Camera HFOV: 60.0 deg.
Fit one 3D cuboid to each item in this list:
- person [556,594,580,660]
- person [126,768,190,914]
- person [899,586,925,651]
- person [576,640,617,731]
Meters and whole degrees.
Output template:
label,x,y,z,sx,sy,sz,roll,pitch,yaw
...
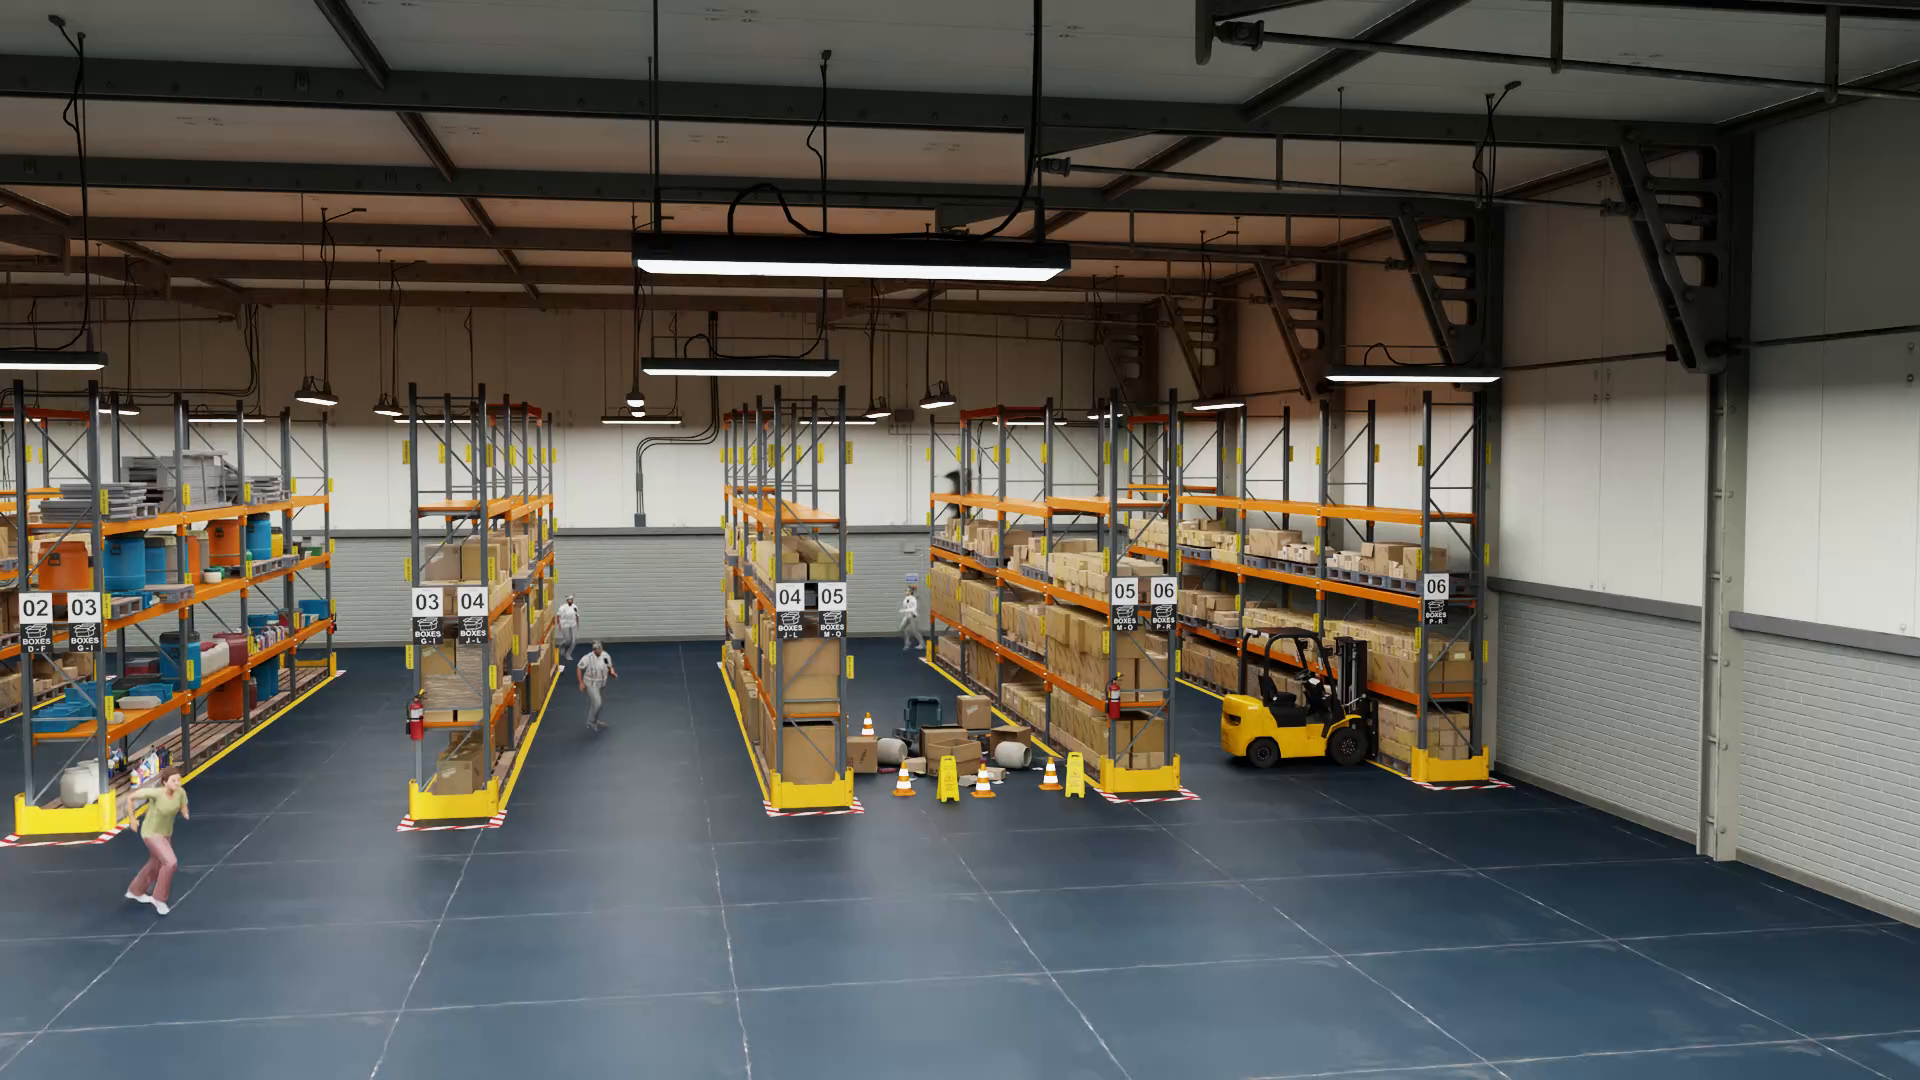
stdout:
label,x,y,z,sx,sy,sz,roll,pitch,yaw
person,-9.586,2.127,40.736,0.568,1.639,0.586,-2,3,-34
person,-8.843,3.303,18.286,0.879,1.647,0.606,1,3,23
person,-1.257,2.012,42.733,0.787,1.702,0.533,-2,3,-32
person,-6.592,2.662,30.346,0.850,1.727,0.675,2,3,31
